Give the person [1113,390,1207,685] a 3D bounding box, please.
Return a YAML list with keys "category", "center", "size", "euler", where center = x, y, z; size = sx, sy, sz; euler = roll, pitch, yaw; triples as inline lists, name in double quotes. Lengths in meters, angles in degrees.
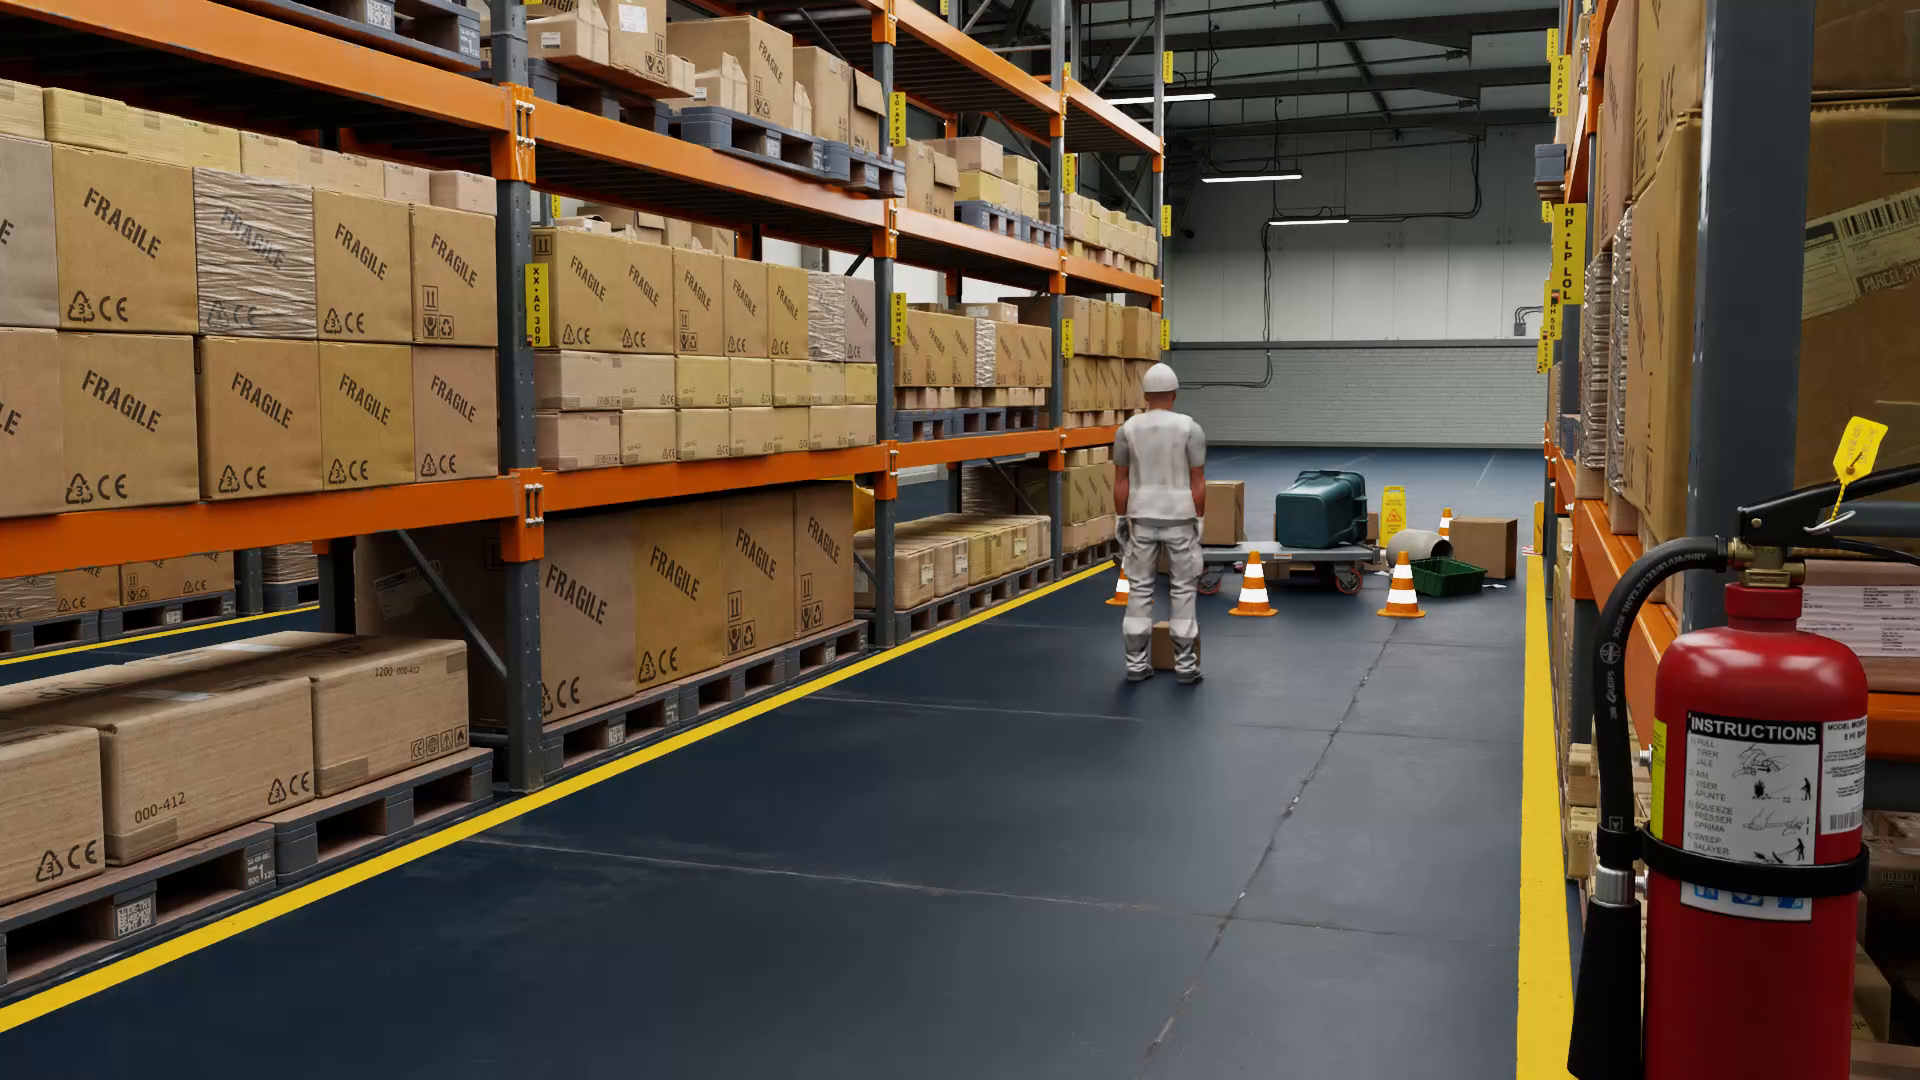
- category: "person"
  center: [15.632, -0.415, 13.207]
  size: [25.183, 1.740, 17.442]
  euler: [2, 5, 20]
